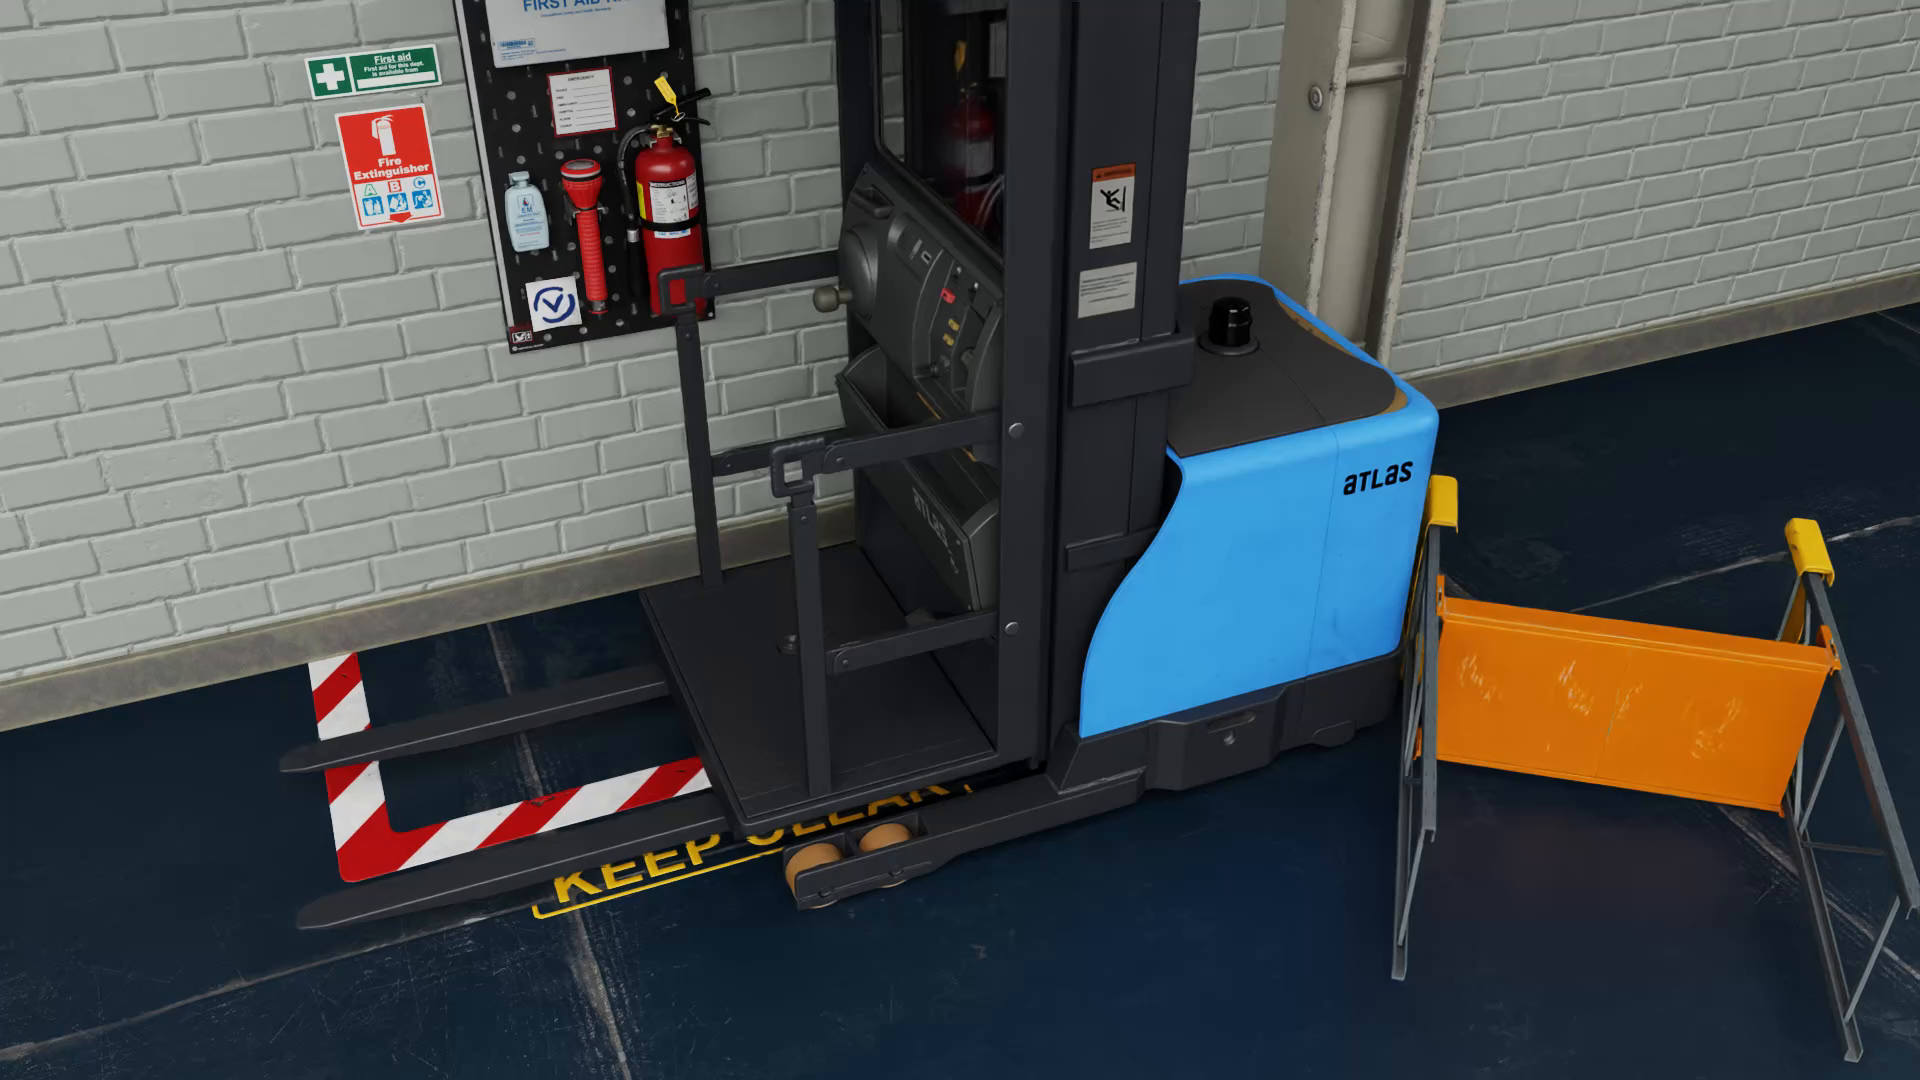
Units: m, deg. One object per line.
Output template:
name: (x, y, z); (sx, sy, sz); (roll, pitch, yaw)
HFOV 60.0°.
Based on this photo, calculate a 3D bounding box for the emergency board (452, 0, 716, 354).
emergency board: (-0.999, -1.064, 4.634); (0.643, 1.169, 0.194); (-13, 35, -19)

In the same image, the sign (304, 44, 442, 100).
sign: (-1.541, -1.232, 4.375); (0.331, 0.109, 0.001); (-13, 35, -19)

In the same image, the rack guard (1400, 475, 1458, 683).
rack guard: (1.408, 0.121, 4.994); (0.087, 0.587, 0.250); (8, 34, 12)

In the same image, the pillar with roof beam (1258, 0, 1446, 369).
pillar with roof beam: (2.961, -1.916, 0.443); (0.400, 9.000, 9.100); (-13, 35, -19)

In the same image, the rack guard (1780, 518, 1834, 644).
rack guard: (2.374, 0.252, 4.793); (0.087, 0.587, 0.250); (8, 34, 12)

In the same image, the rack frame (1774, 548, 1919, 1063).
rack frame: (2.225, 0.587, 4.287); (0.032, 0.500, 1.500); (8, 34, 12)

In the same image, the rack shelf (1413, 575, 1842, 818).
rack shelf: (1.775, 0.424, 4.535); (1.000, 0.538, 0.185); (8, 34, 12)

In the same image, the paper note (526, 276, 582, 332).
paper note: (-1.189, -0.692, 4.870); (0.142, 0.148, 0.016); (-13, 35, -19)

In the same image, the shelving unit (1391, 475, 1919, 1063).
shelving unit: (1.740, 0.522, 4.388); (1.083, 0.587, 1.500); (8, 34, 12)

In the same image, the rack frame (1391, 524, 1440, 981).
rack frame: (1.238, 0.454, 4.492); (0.032, 0.500, 1.500); (8, 34, 12)

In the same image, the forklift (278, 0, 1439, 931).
forklift: (-0.296, -0.607, 3.996); (3.031, 2.935, 1.130); (-13, 35, -19)

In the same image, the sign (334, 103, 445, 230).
sign: (-1.548, -1.014, 4.525); (0.234, 0.329, 0.001); (-13, 35, -19)
